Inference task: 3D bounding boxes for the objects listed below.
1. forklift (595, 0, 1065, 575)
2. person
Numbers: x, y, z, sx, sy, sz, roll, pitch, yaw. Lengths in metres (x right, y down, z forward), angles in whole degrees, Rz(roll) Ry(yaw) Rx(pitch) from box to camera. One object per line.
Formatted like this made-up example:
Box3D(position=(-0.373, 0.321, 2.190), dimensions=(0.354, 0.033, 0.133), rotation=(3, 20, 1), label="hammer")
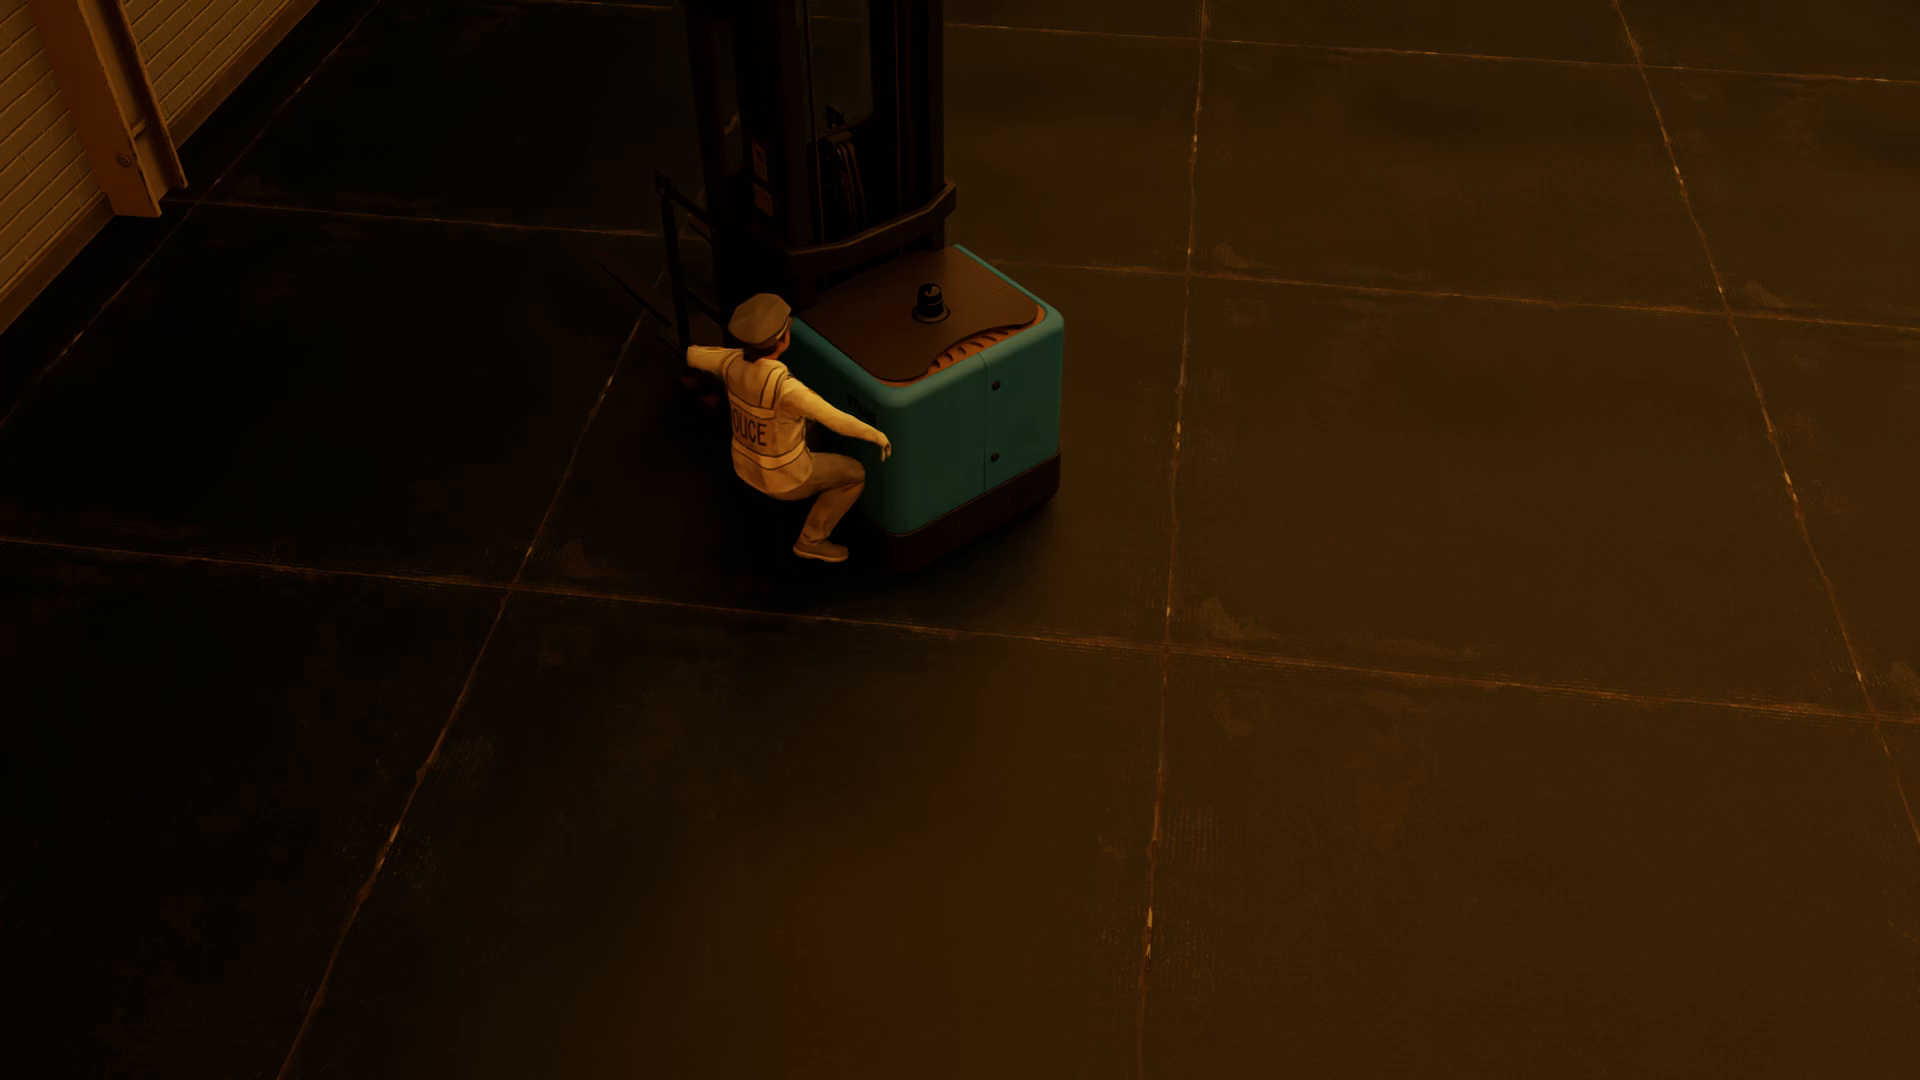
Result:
Box3D(position=(-0.834, -1.857, 7.746), dimensions=(1.130, 2.935, 3.031), rotation=(-29, 50, -28), label="forklift")
Box3D(position=(-0.671, -0.516, 7.269), dimensions=(0.991, 1.454, 0.767), rotation=(33, 52, 30), label="person")
